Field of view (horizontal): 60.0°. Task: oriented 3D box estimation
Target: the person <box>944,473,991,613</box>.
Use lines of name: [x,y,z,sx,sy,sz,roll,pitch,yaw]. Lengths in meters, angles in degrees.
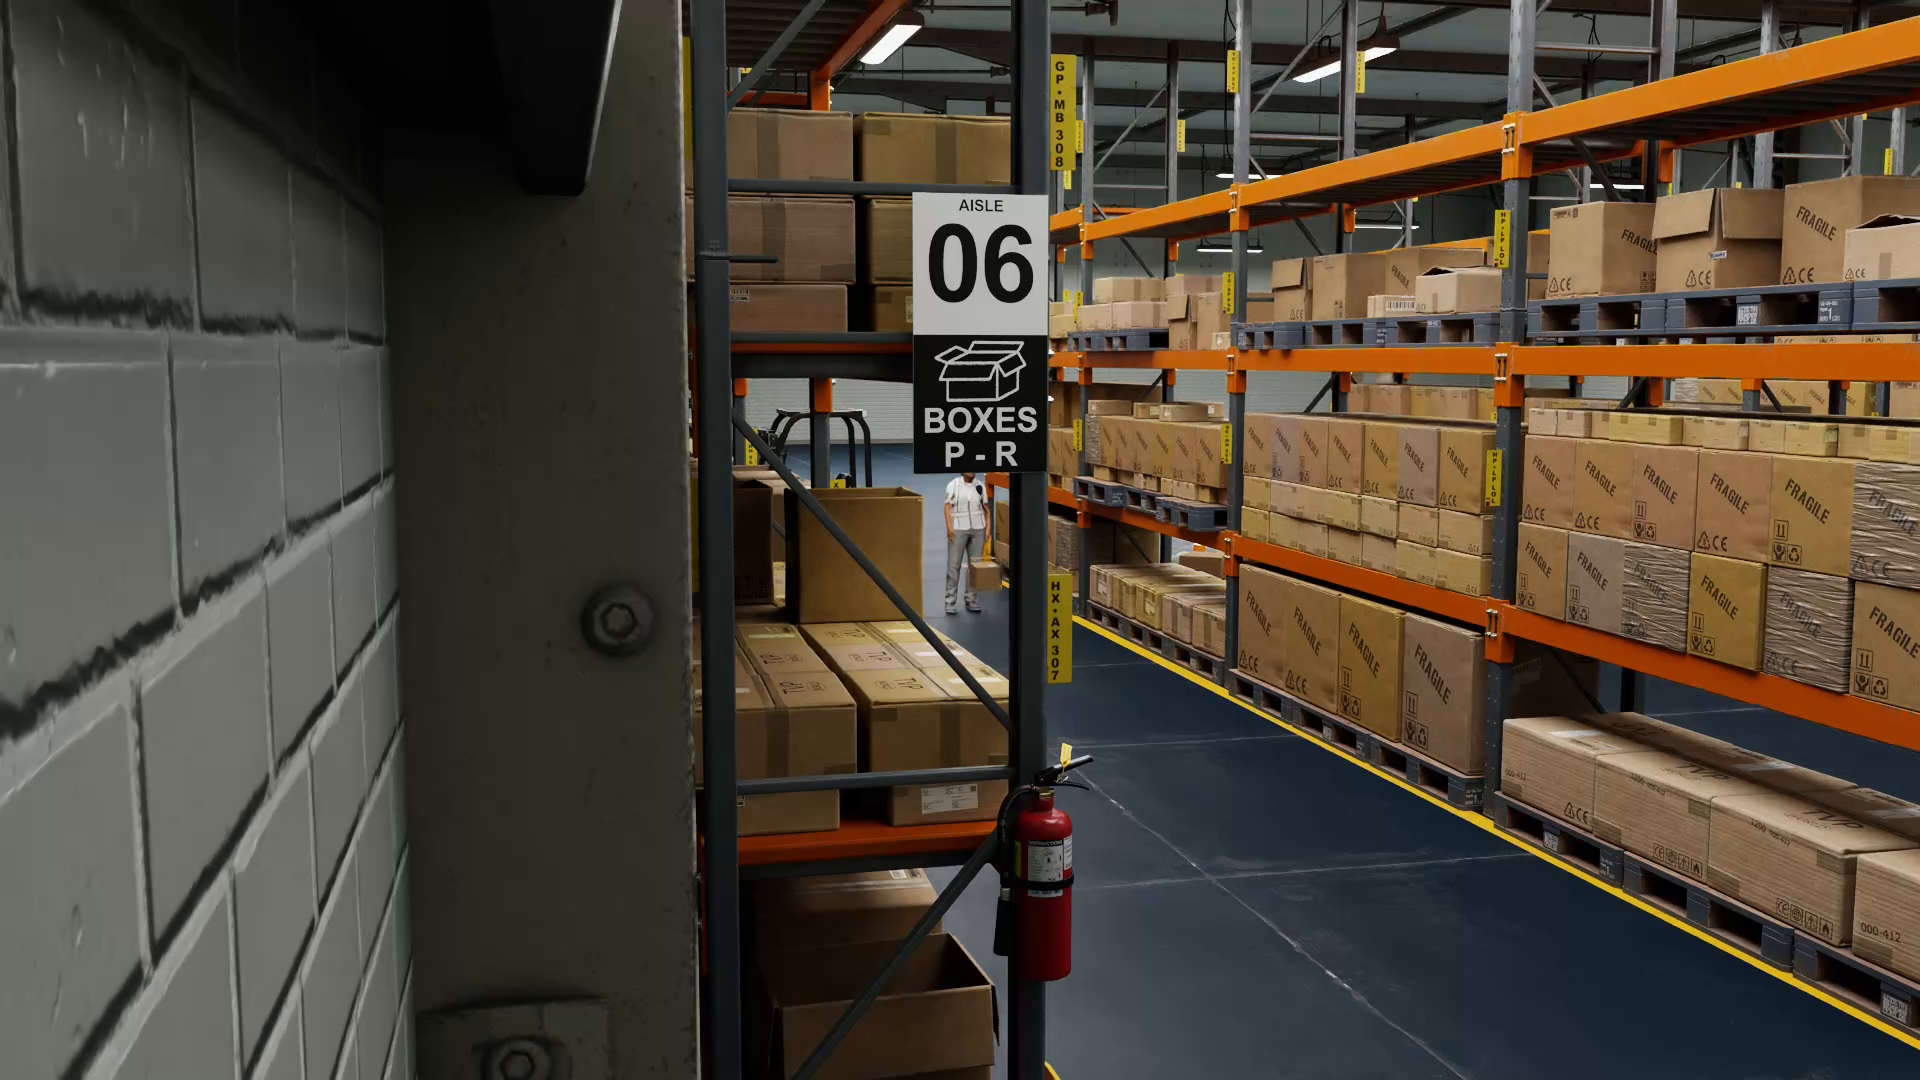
person: [0.076,-0.068,18.058,0.575,1.670,0.523,-2,6,-15]
